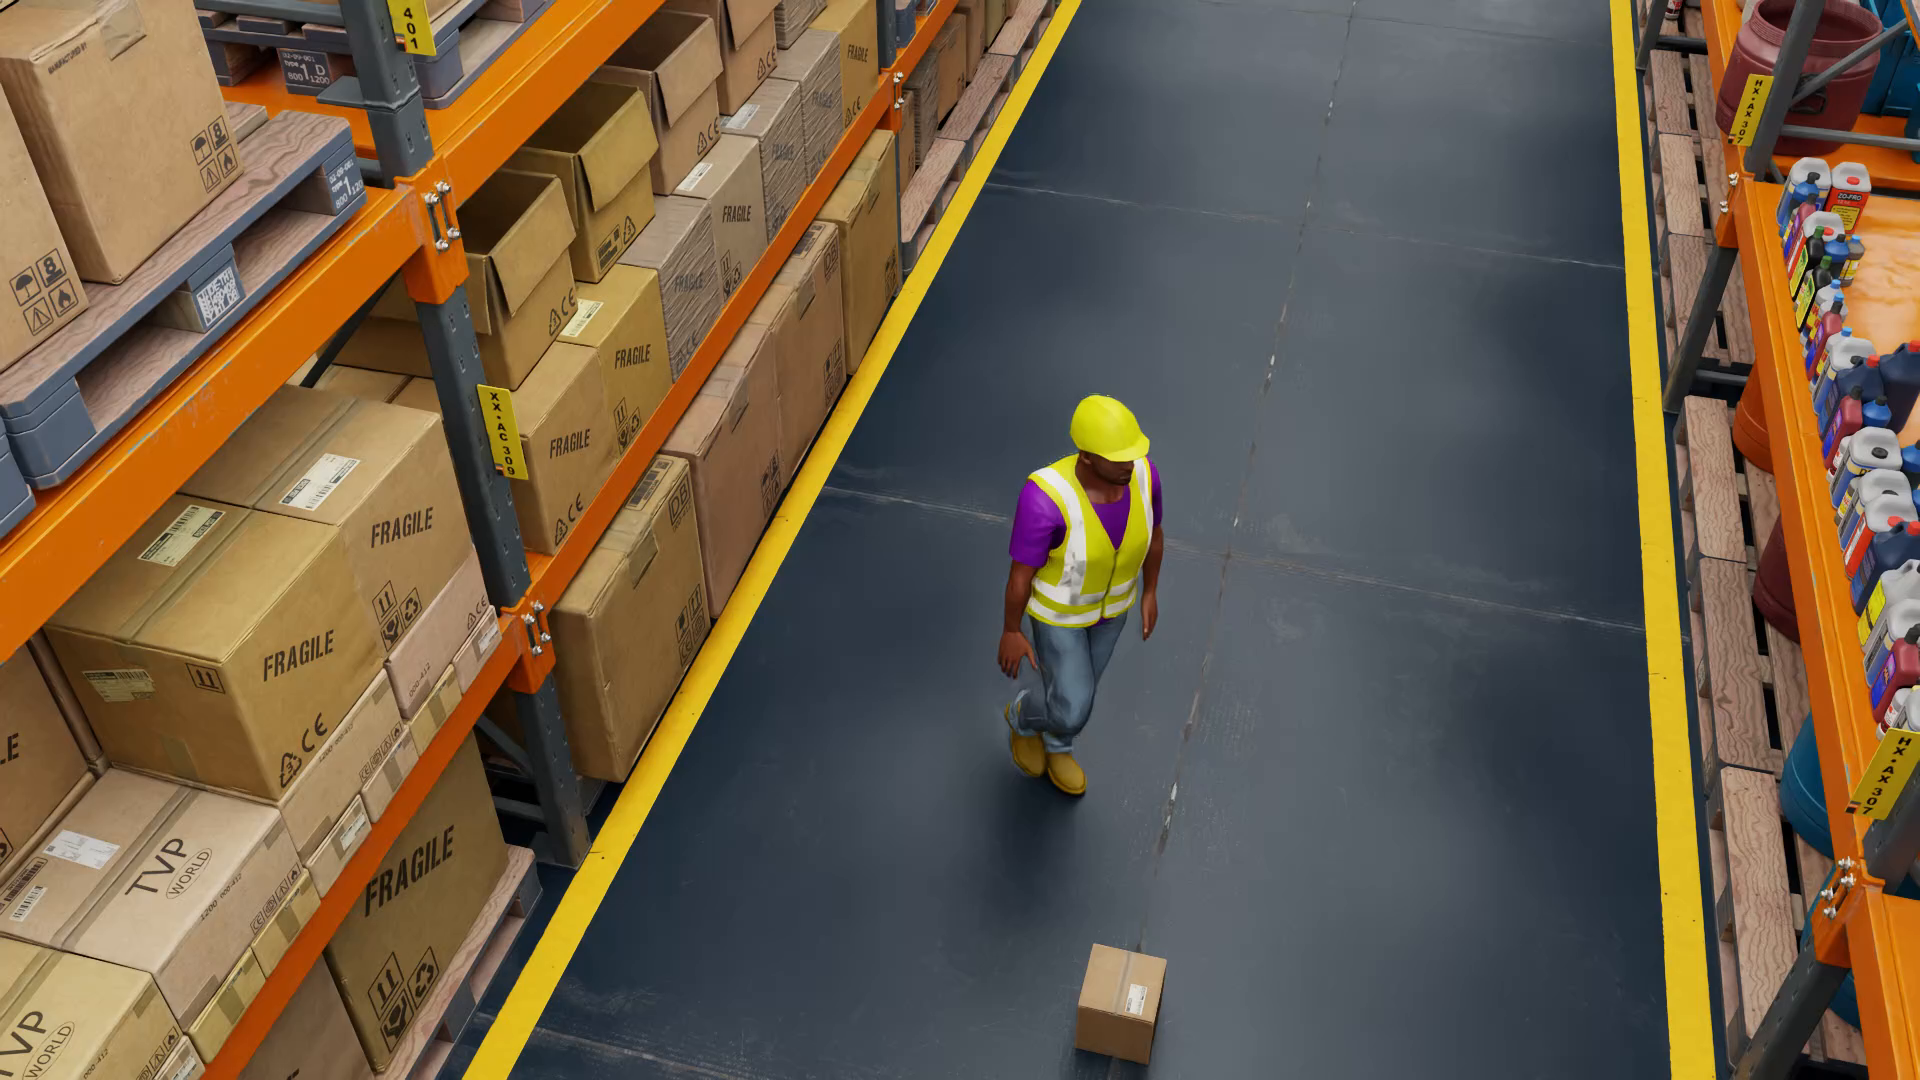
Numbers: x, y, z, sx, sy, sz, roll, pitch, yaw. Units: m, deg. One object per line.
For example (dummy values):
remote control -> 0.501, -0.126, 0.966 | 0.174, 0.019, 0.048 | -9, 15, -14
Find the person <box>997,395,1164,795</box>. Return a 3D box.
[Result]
person -> 0.409, 0.227, 5.849 | 0.667, 1.762, 0.478 | -21, 45, -22
